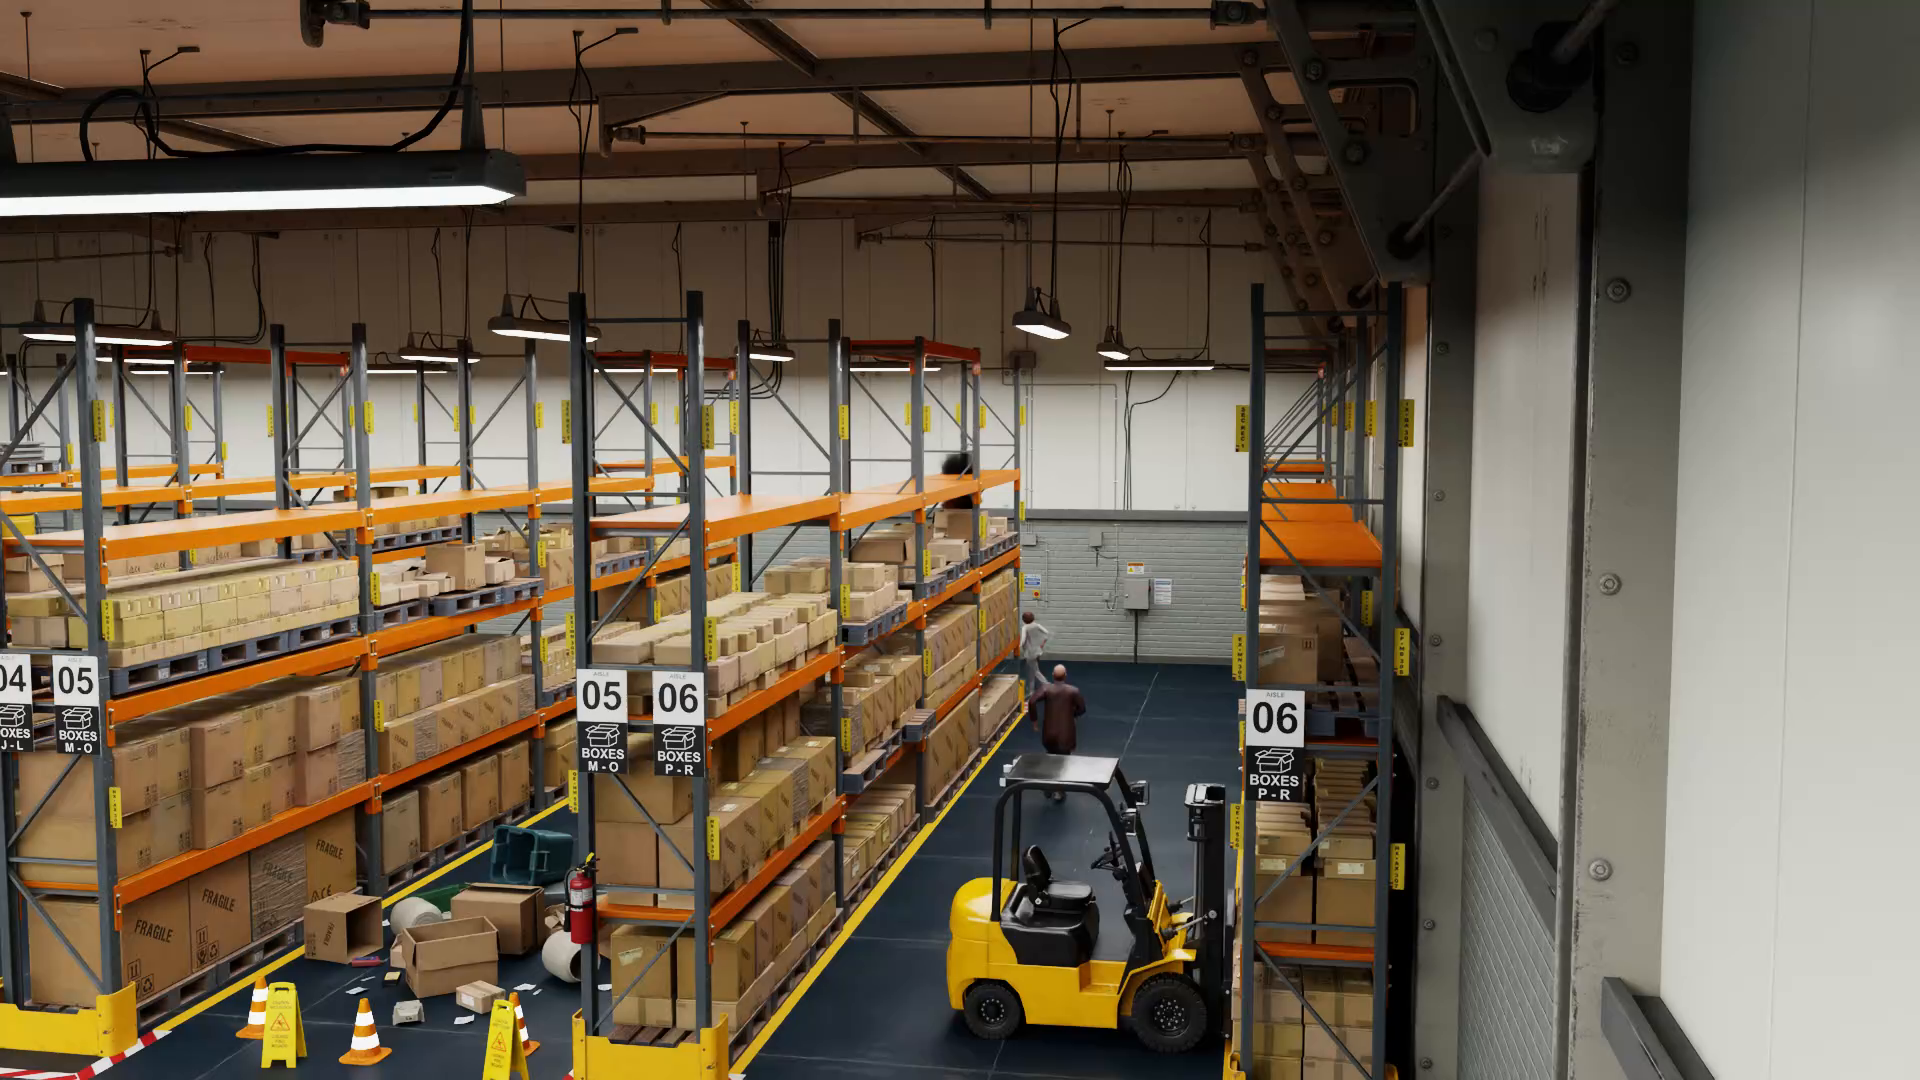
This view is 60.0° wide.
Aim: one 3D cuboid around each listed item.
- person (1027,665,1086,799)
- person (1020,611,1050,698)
[{"bbox_3d":[1.289,2.531,21.946,0.741,1.795,0.735,1,5,11],"label":"person"},{"bbox_3d":[1.284,2.044,29.110,0.751,1.609,0.564,4,6,40],"label":"person"}]
